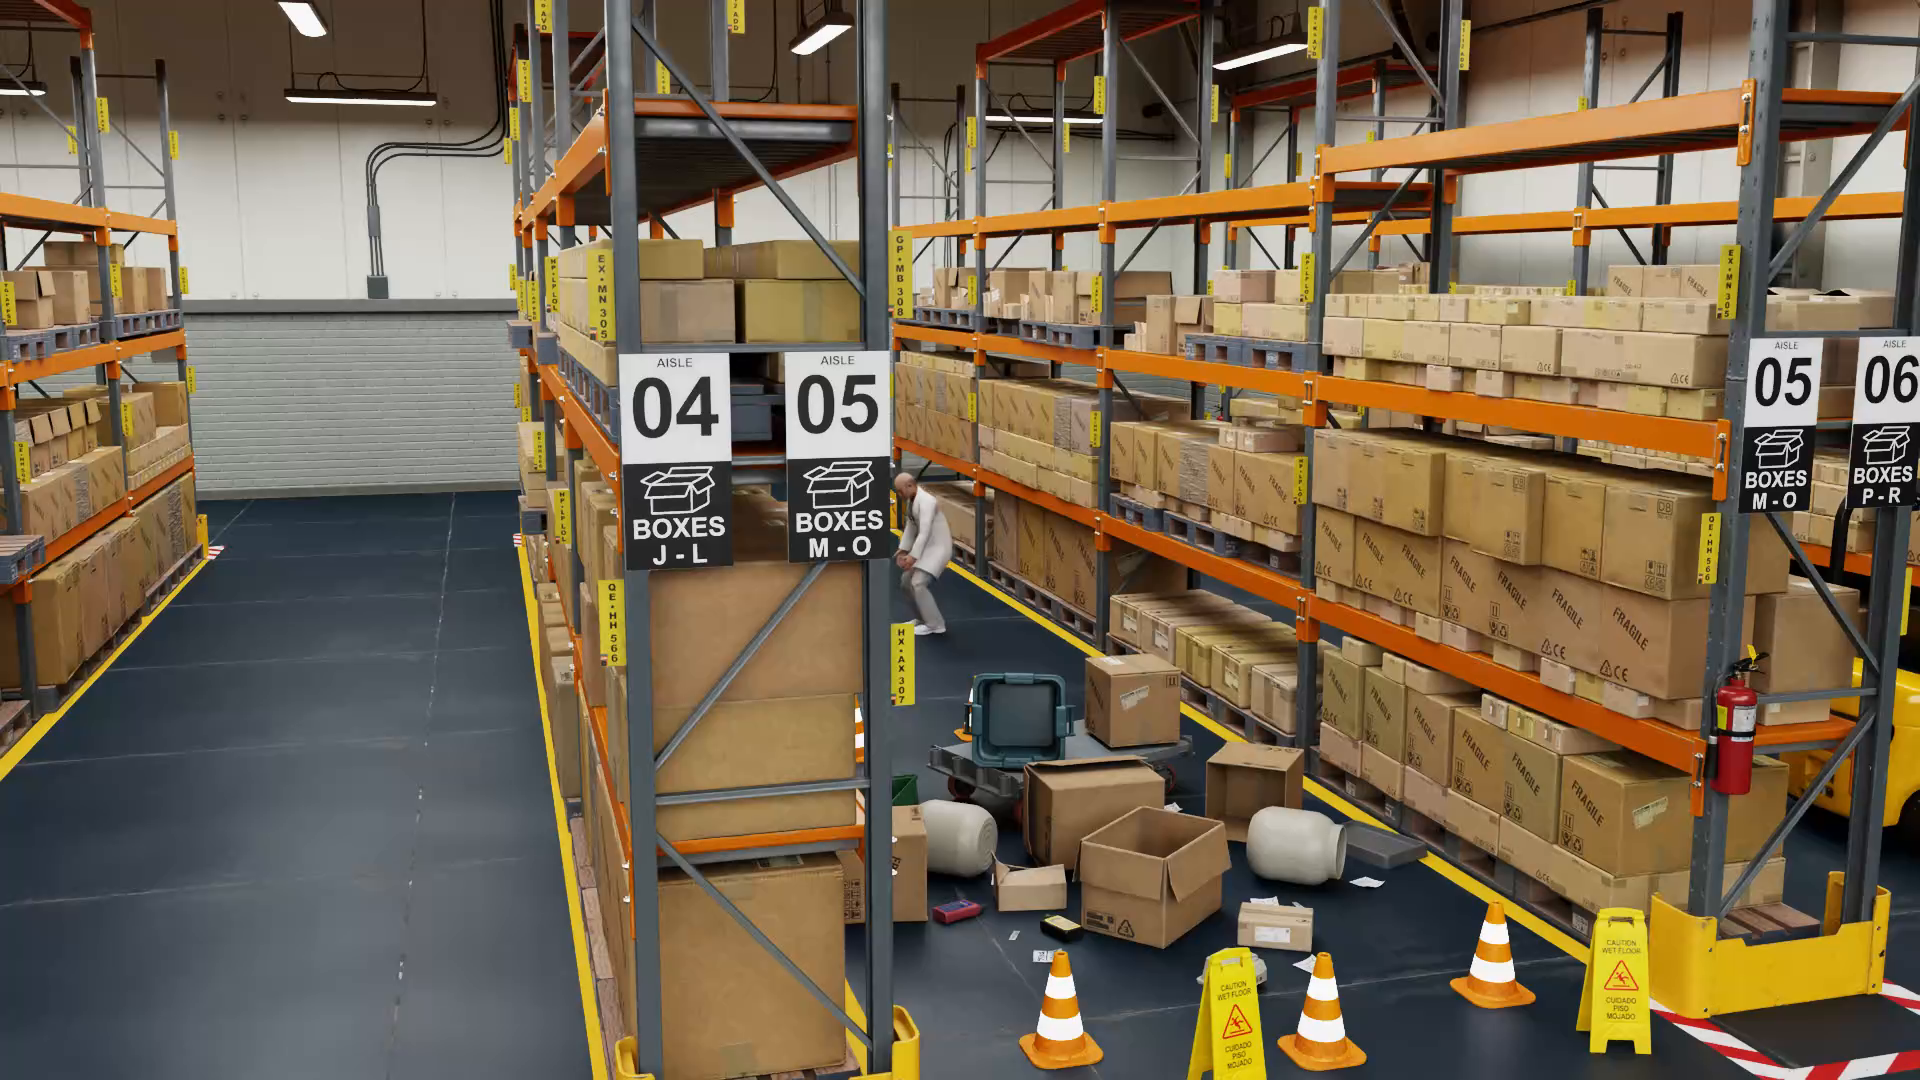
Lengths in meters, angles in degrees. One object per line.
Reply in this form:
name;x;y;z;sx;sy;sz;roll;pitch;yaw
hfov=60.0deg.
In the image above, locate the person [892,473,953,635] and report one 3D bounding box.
person;-0.356;0.129;16.274;0.588;1.577;0.622;-3;9;-15
